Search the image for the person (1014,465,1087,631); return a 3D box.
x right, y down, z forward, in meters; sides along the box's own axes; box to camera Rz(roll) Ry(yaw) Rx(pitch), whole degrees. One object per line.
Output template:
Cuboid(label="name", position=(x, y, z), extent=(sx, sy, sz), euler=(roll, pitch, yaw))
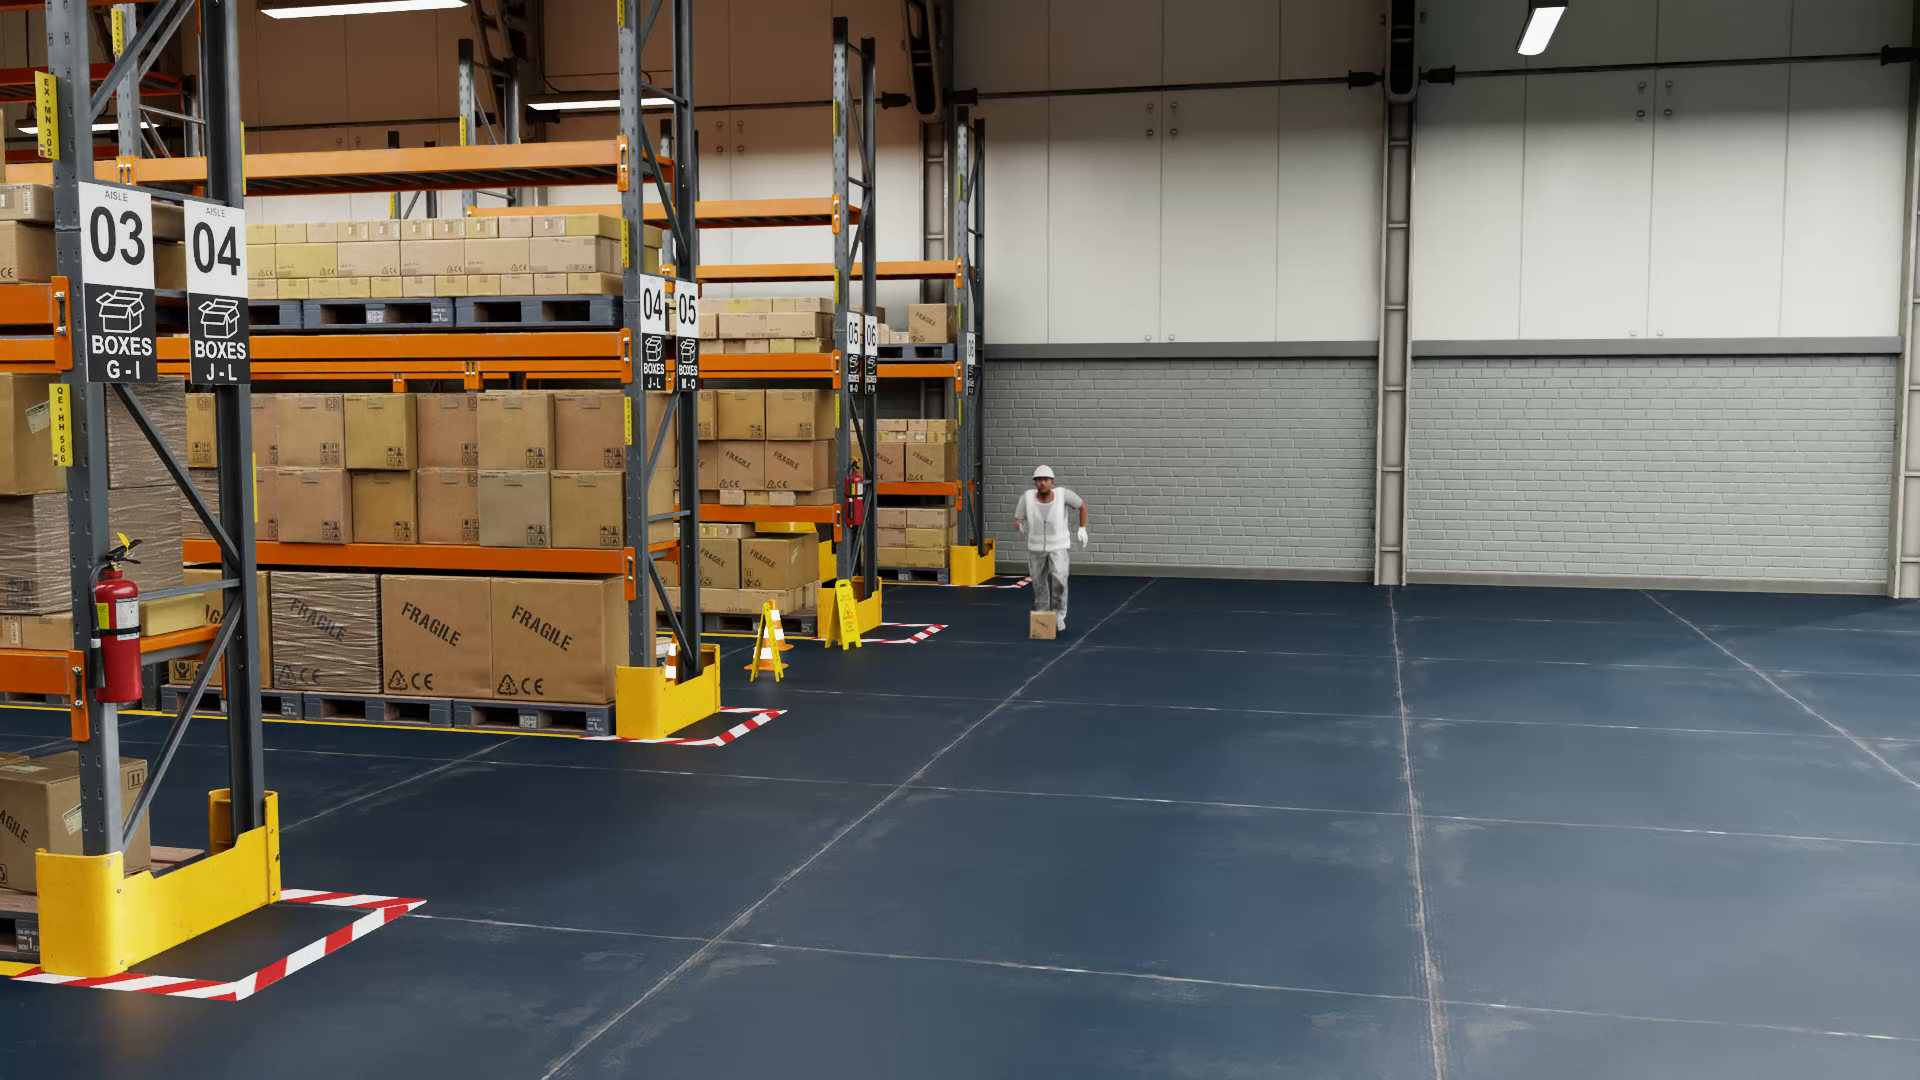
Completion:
Cuboid(label="person", position=(0.883, 0.093, 16.591), extent=(0.675, 1.690, 0.908), euler=(2, 5, 19))
